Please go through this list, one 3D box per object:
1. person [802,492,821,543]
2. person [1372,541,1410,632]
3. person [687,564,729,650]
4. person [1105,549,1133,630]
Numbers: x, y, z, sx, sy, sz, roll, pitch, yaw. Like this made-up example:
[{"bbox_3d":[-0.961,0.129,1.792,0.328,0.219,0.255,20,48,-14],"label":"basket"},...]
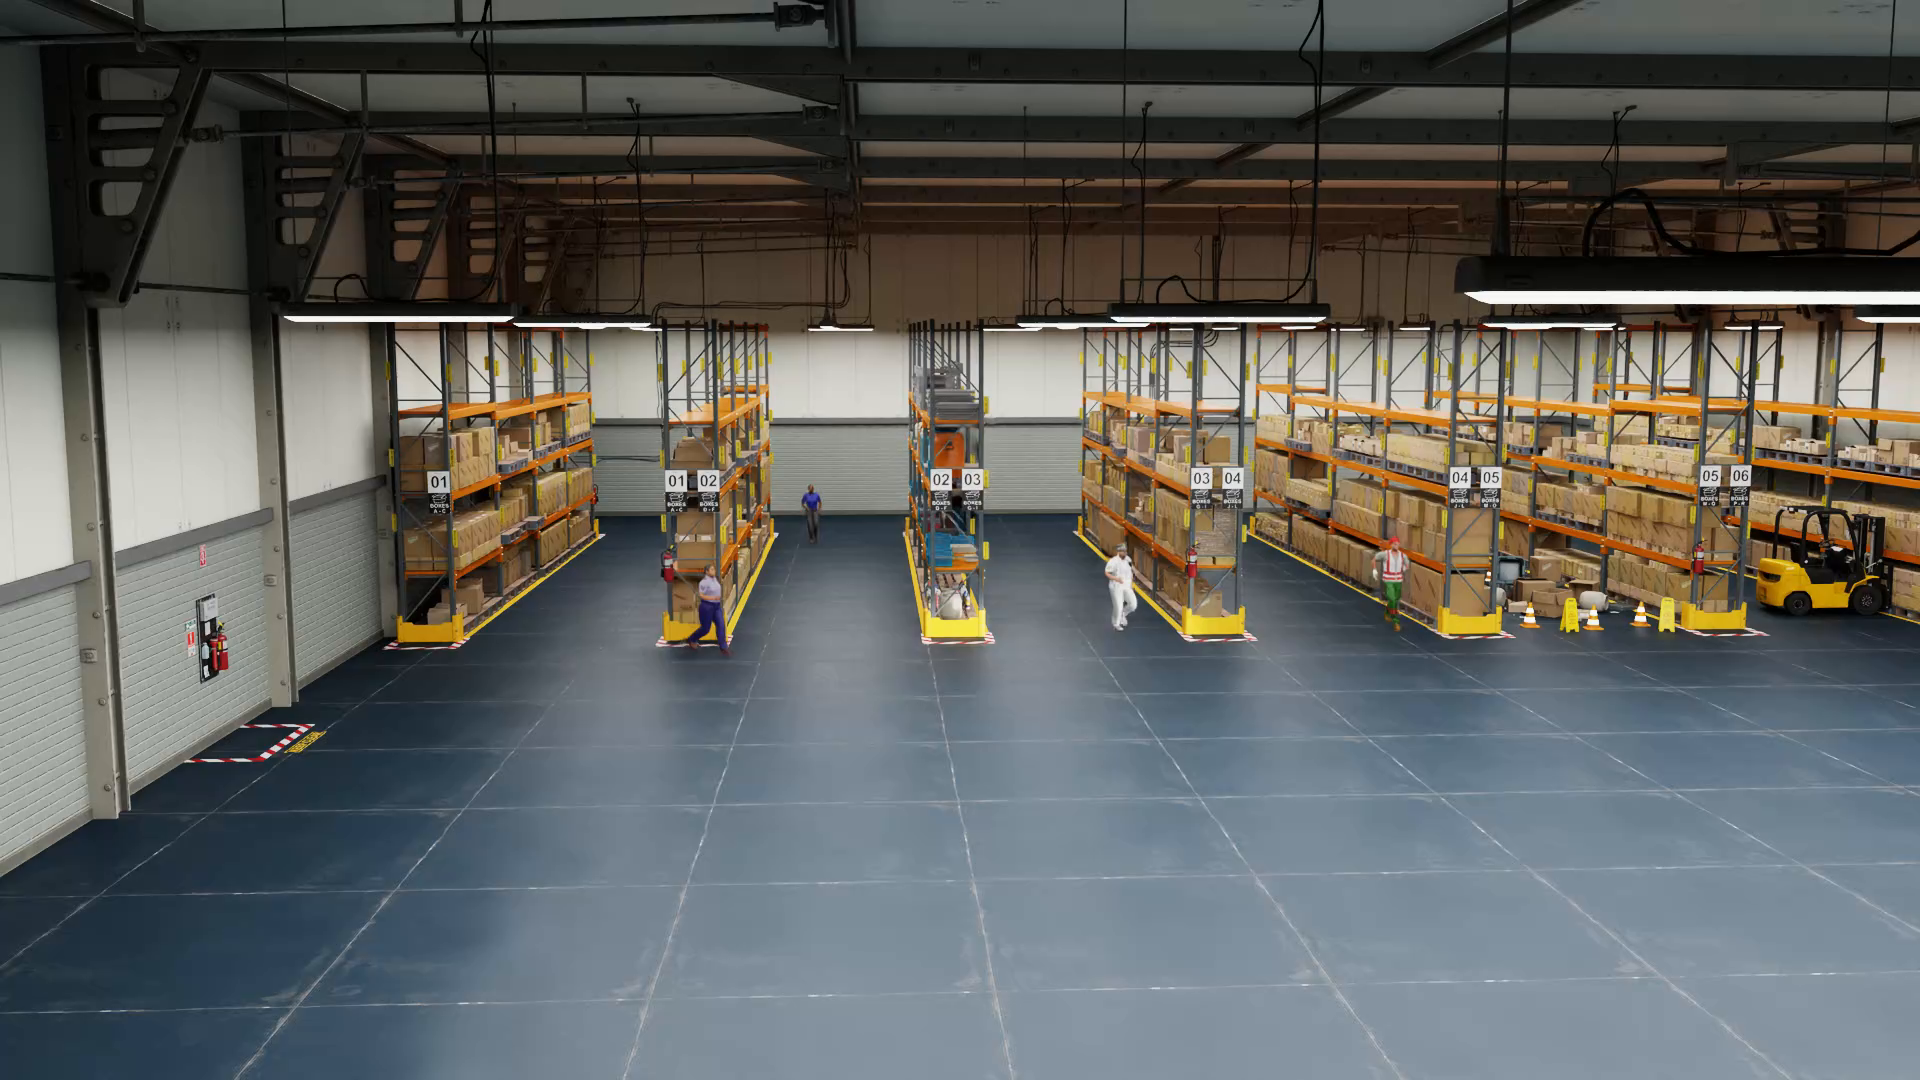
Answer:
[{"bbox_3d":[-4.080,-0.624,45.686,0.534,1.421,0.516,-1,7,-8],"label":"person"},{"bbox_3d":[8.450,0.856,32.474,0.684,1.742,1.026,-1,7,-11],"label":"person"},{"bbox_3d":[-4.489,1.199,29.665,0.765,1.554,0.621,3,8,25],"label":"person"},{"bbox_3d":[3.136,0.932,32.085,0.690,1.672,0.608,-3,8,-26],"label":"person"}]
